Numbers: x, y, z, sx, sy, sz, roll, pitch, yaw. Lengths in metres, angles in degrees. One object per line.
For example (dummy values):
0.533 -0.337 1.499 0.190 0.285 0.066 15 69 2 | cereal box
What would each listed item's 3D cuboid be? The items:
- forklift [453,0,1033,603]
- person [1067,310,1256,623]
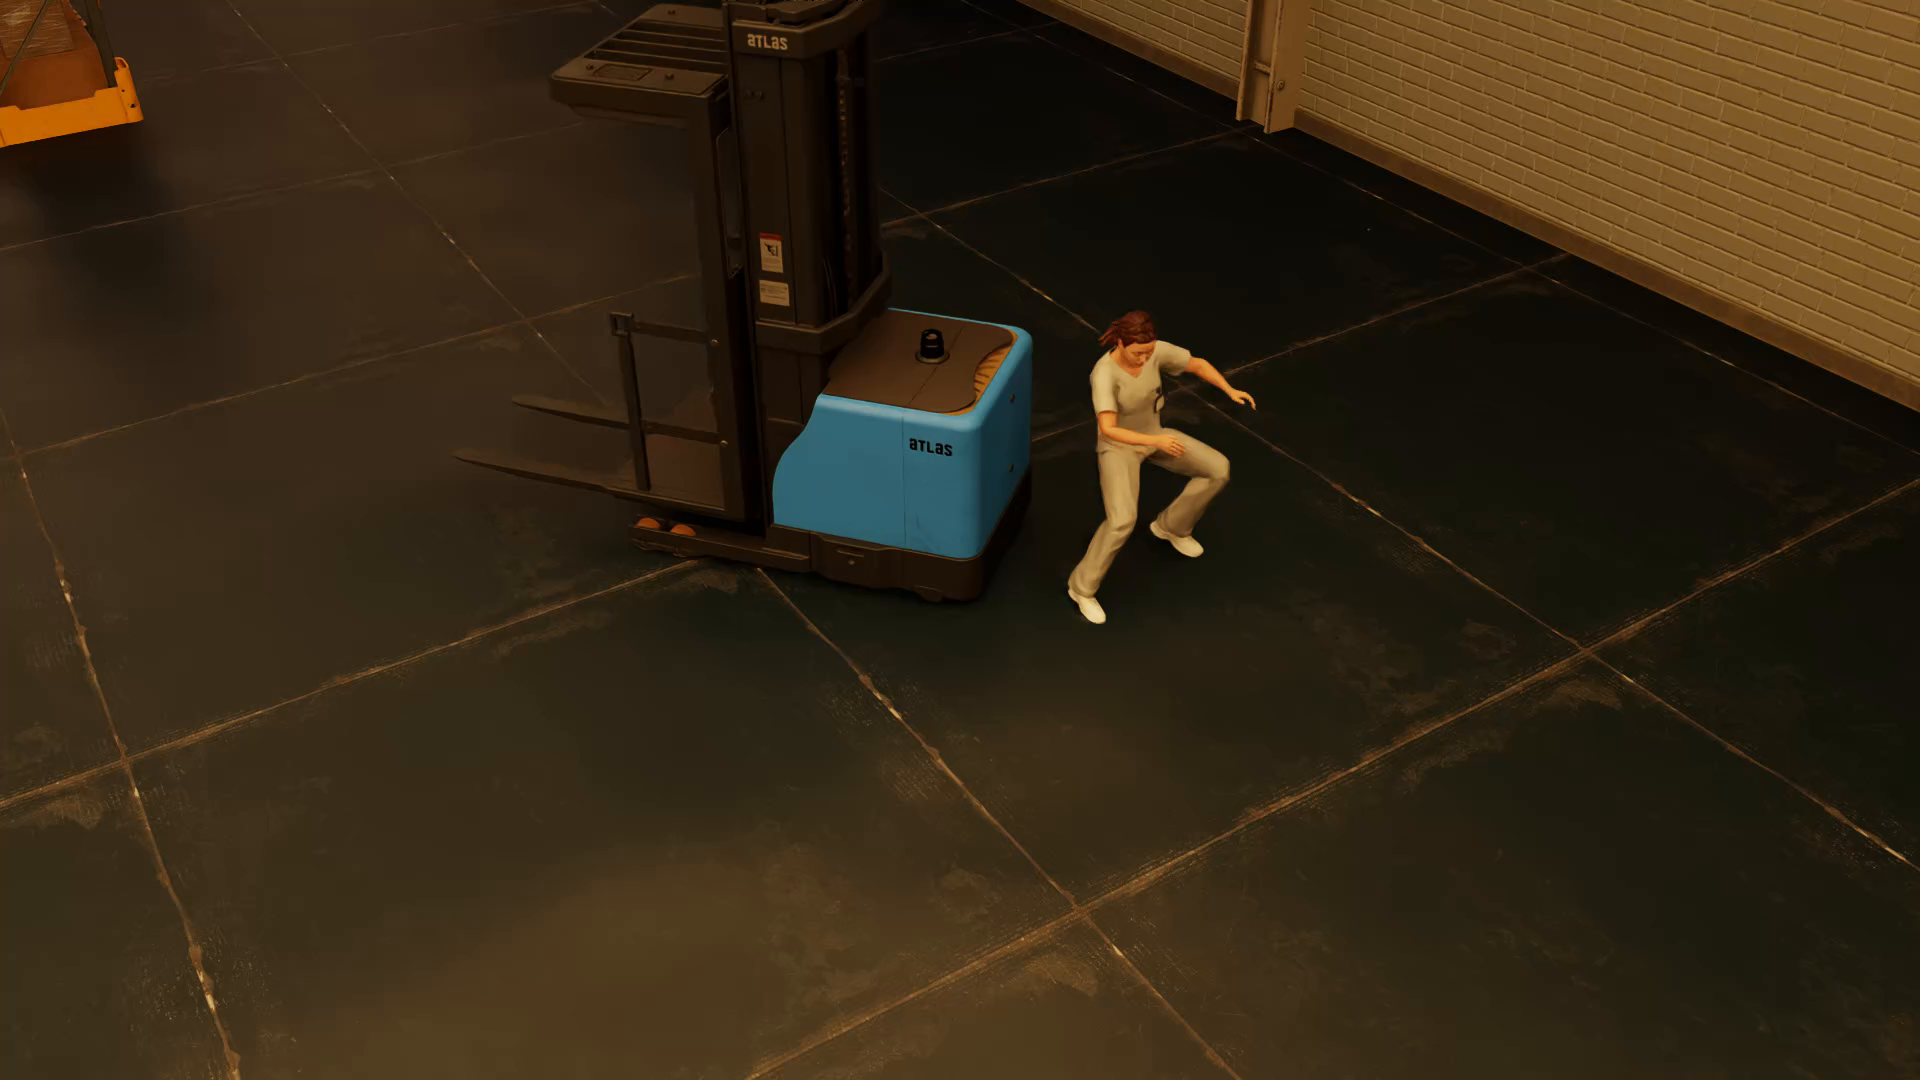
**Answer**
-1.195 -1.386 8.120 3.031 2.935 1.130 11 36 15 | forklift
0.911 -0.413 8.041 0.884 1.454 0.690 -20 40 -26 | person
